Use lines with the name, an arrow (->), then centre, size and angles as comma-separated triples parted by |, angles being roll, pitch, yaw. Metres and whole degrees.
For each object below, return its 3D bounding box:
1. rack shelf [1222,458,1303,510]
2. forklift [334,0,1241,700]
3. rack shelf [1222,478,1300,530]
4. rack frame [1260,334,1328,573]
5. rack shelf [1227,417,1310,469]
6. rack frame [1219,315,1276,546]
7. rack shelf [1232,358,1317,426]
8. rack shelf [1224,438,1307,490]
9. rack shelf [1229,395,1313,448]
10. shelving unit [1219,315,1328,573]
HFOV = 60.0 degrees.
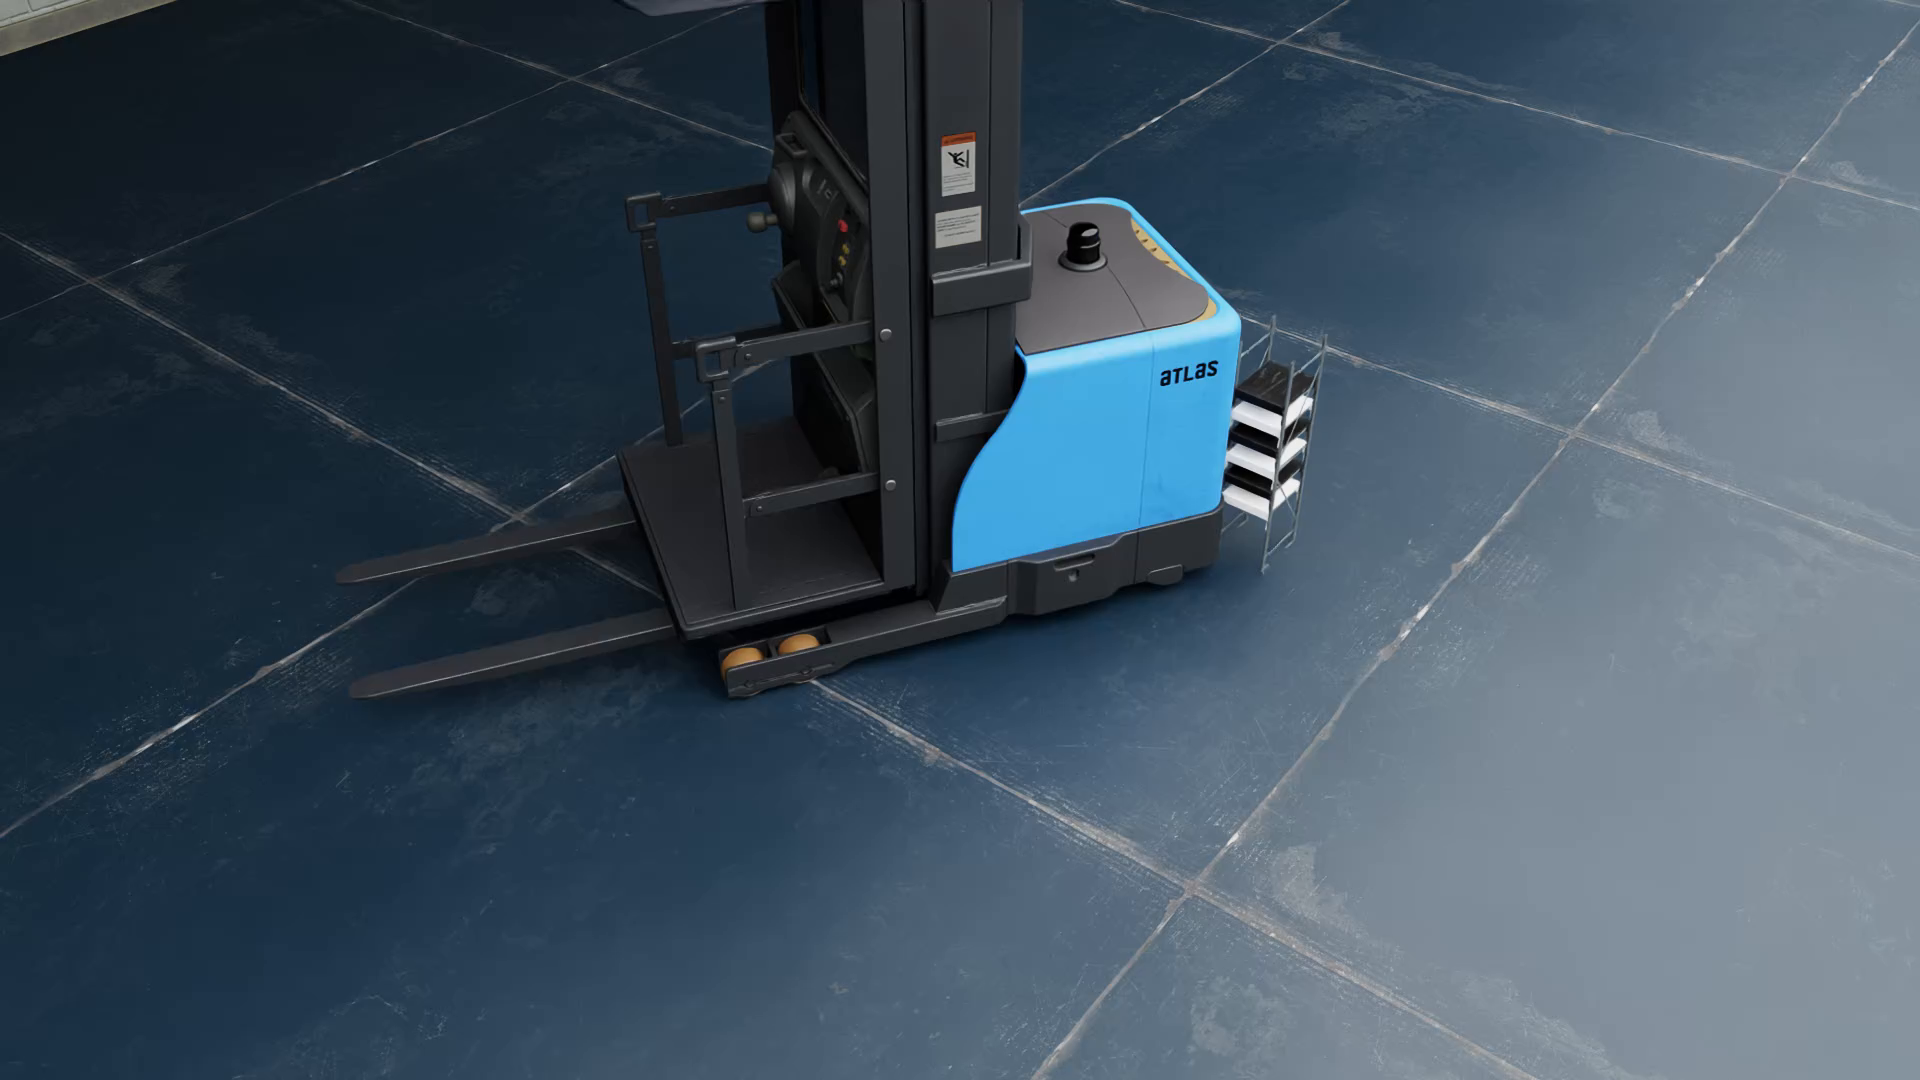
rack shelf -> 1.100, -0.235, 6.020 | 0.200, 0.077, 0.258 | 27, 45, 30
forklift -> -0.628, -0.997, 5.146 | 3.031, 2.935, 1.130 | -13, 40, -16
rack shelf -> 1.100, -0.164, 6.075 | 0.200, 0.077, 0.258 | 27, 45, 30
rack frame -> 1.179, -0.292, 5.893 | 0.006, 0.900, 0.240 | 27, 45, 30
rack shelf -> 1.100, -0.376, 5.908 | 0.200, 0.077, 0.258 | 27, 45, 30
rack frame -> 1.021, -0.372, 5.994 | 0.006, 0.900, 0.240 | 27, 45, 30
rack shelf -> 1.101, -0.518, 5.797 | 0.200, 0.077, 0.258 | 27, 45, 30
rack shelf -> 1.100, -0.306, 5.964 | 0.200, 0.077, 0.258 | 27, 45, 30
rack shelf -> 1.101, -0.447, 5.853 | 0.200, 0.077, 0.258 | 27, 45, 30
shelving unit -> 1.100, -0.332, 5.943 | 0.210, 0.900, 0.258 | 27, 45, 30
